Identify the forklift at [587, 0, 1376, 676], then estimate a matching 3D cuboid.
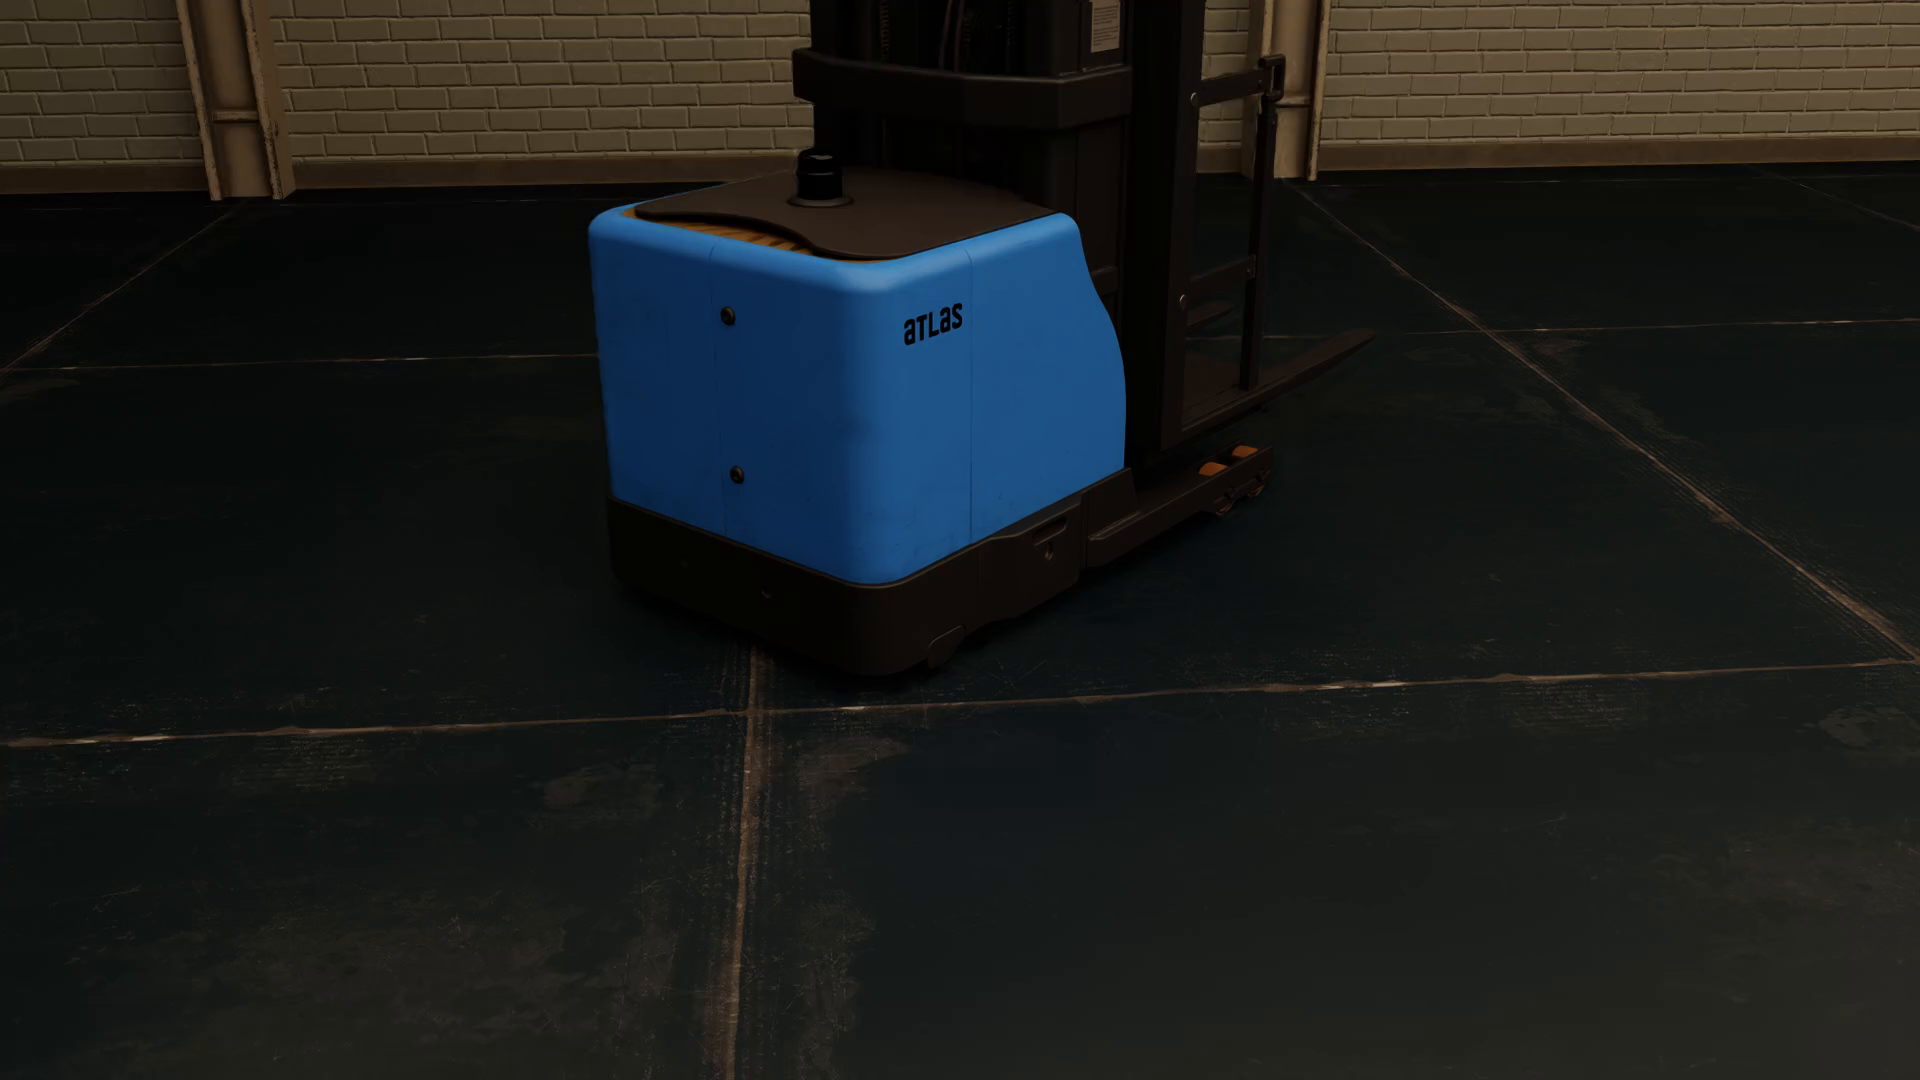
[{"bbox_3d":[0.349,-1.530,4.842,1.130,2.935,3.031,18,29,35],"label":"forklift"}]
